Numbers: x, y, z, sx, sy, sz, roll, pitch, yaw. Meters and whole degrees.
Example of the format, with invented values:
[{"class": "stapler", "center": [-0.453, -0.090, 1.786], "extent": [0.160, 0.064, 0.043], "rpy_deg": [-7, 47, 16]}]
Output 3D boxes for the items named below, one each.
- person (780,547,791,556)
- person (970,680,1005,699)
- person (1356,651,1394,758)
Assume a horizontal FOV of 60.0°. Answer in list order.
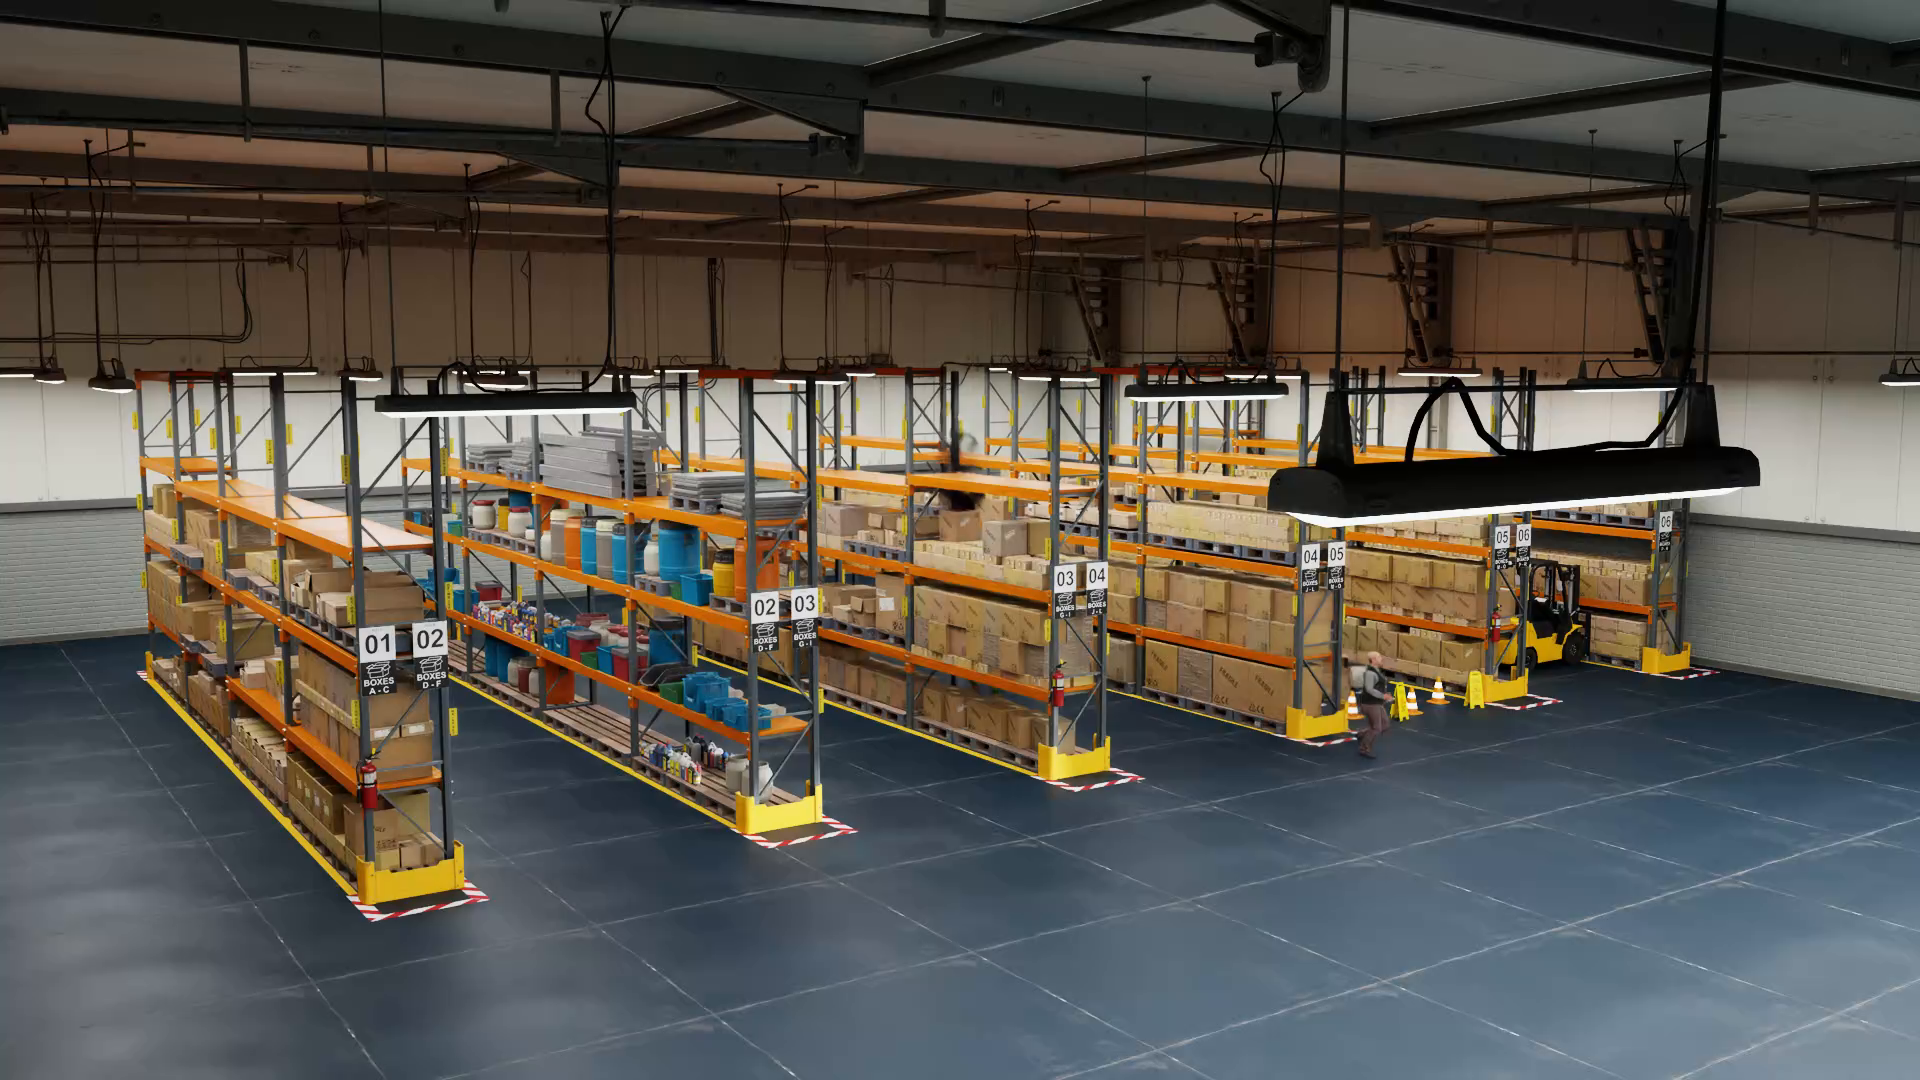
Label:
[{"class": "person", "center": [-4.192, 0.998, 39.420], "extent": [0.698, 1.819, 0.751], "rpy_deg": [-1, 7, -11]}, {"class": "person", "center": [0.544, 2.018, 30.491], "extent": [0.684, 1.781, 0.782], "rpy_deg": [-6, 9, -42]}, {"class": "person", "center": [6.491, 2.565, 26.001], "extent": [0.592, 1.682, 0.689], "rpy_deg": [3, 7, 22]}]
